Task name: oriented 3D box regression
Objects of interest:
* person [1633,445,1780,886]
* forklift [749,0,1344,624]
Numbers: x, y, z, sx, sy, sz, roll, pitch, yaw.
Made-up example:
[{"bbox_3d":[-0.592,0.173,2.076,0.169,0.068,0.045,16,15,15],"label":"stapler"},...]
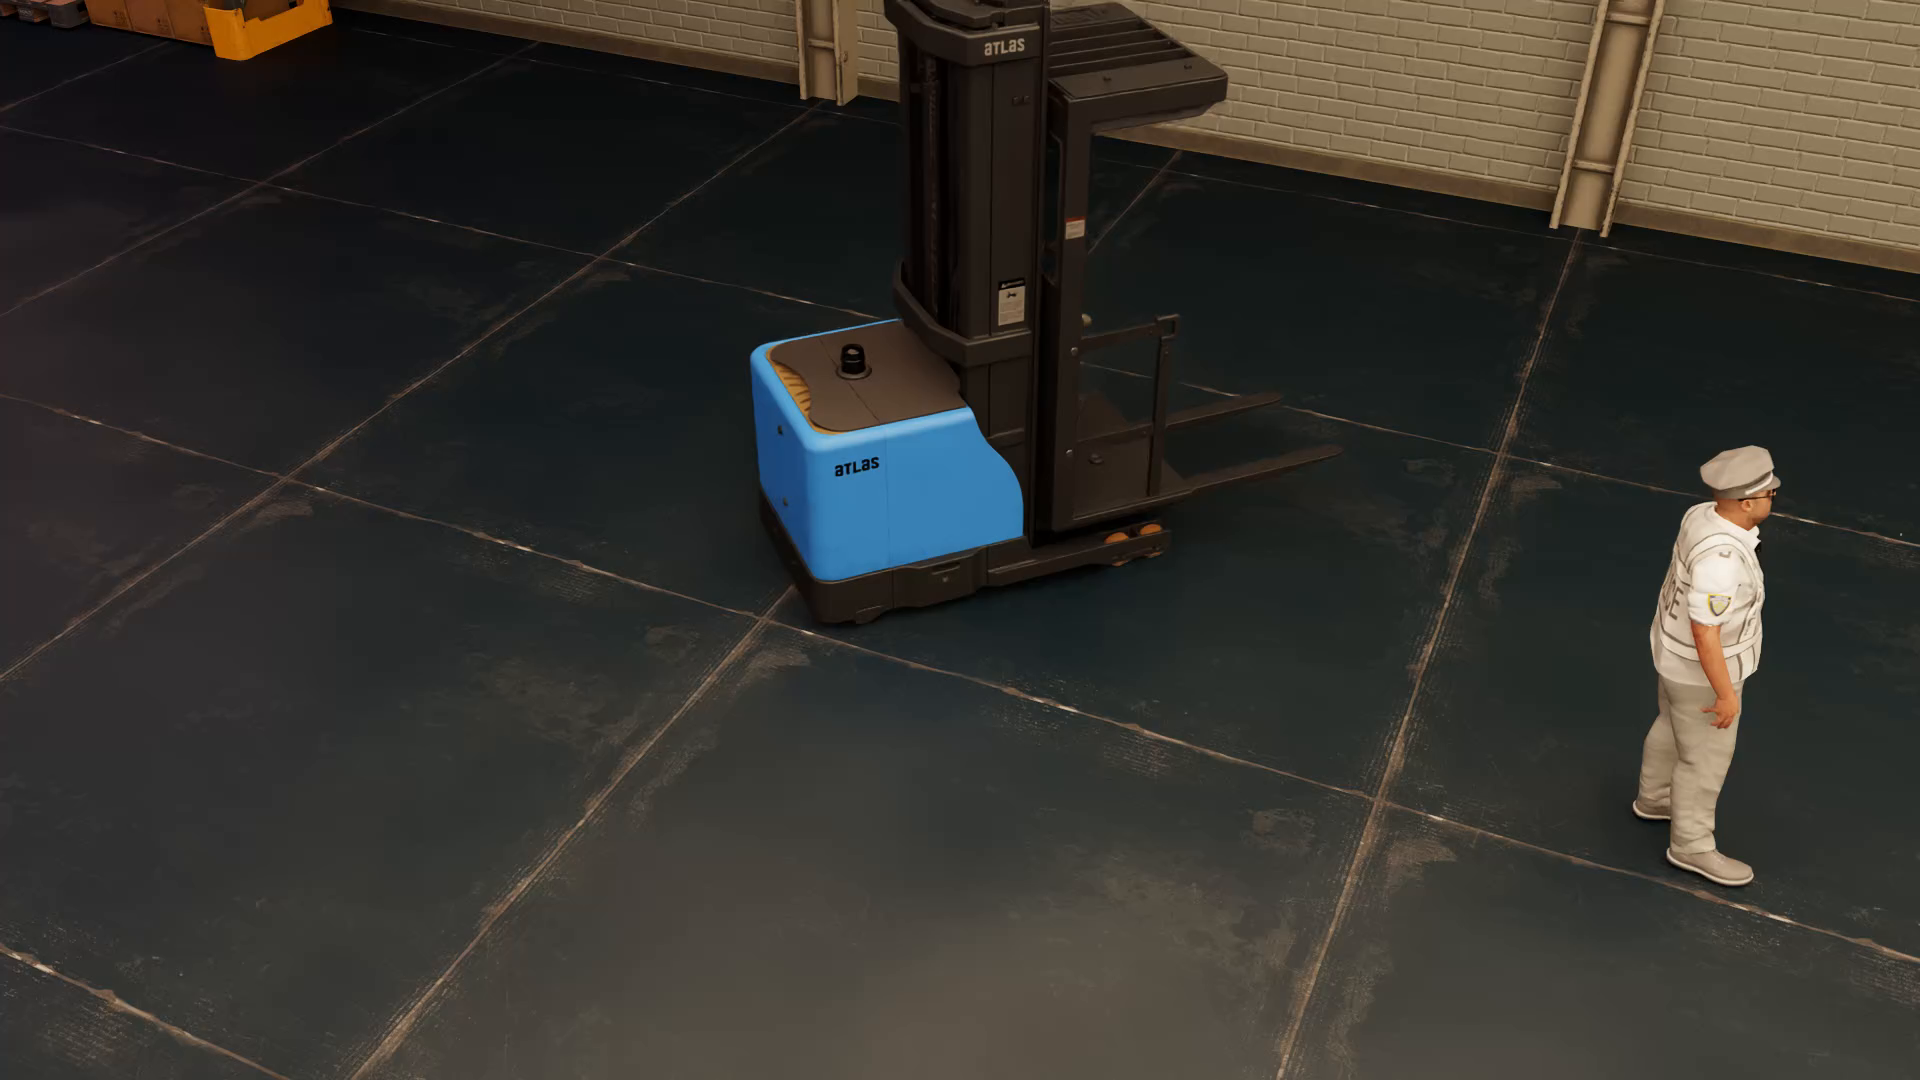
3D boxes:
[{"bbox_3d":[2.960,0.457,6.423,0.576,1.781,0.640,8,36,11],"label":"person"},{"bbox_3d":[0.530,-1.334,7.956,3.031,2.935,1.130,-13,38,-18],"label":"forklift"}]
